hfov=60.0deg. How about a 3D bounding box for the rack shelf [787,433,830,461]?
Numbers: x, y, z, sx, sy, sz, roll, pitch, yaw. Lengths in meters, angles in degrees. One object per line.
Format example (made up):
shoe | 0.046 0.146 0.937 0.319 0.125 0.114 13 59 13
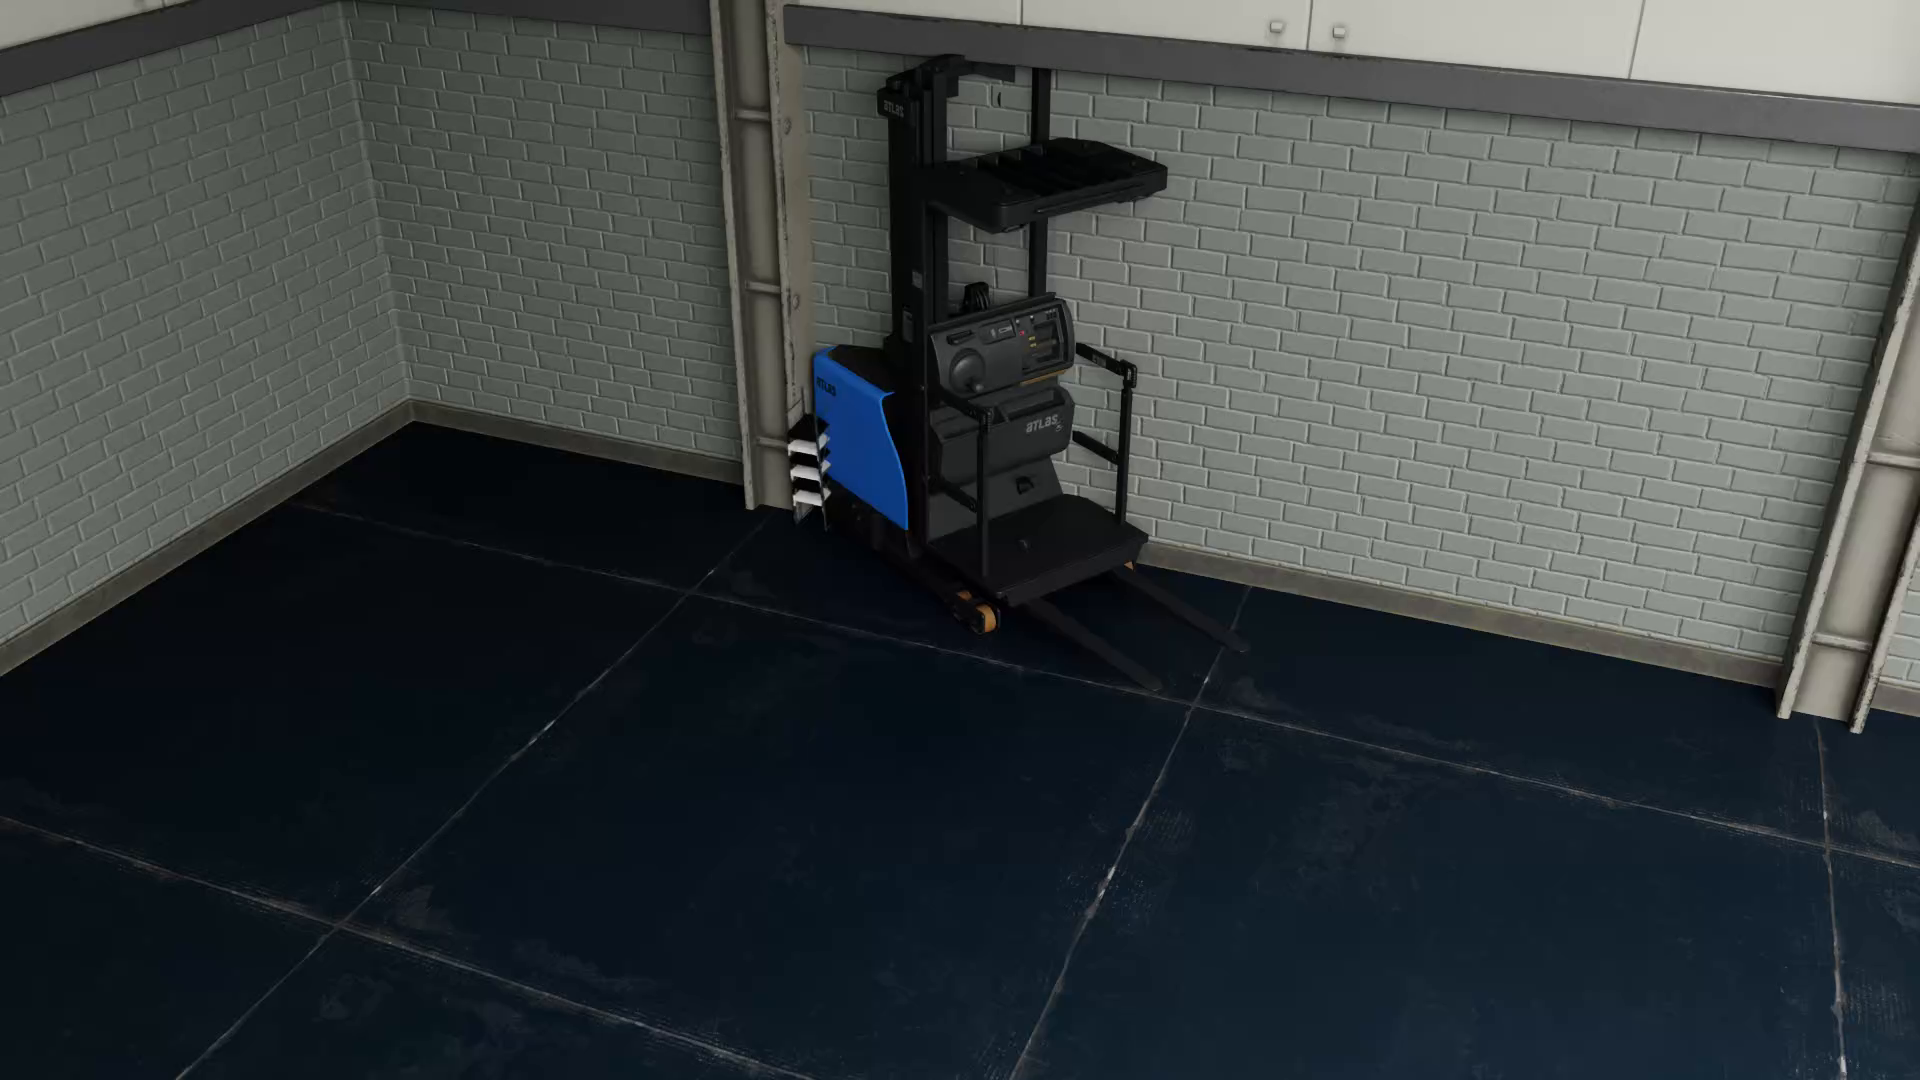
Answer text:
rack shelf | -0.895 -0.585 10.079 0.200 0.077 0.258 12 36 20

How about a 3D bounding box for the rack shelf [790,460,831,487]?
rack shelf | -0.889 -0.436 10.179 0.200 0.077 0.258 12 36 20

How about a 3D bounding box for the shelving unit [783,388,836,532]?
shelving unit | -0.890 -0.463 10.160 0.210 0.900 0.258 12 36 20

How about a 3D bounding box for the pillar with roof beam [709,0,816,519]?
pillar with roof beam | -2.737 -2.189 4.889 0.400 9.000 9.100 11 31 19

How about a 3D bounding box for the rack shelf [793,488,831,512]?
rack shelf | -0.883 -0.286 10.279 0.200 0.077 0.258 12 36 20

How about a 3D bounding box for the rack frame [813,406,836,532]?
rack frame | -0.797 -0.444 10.125 0.006 0.900 0.240 12 36 20

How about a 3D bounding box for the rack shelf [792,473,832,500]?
rack shelf | -0.886 -0.361 10.229 0.200 0.077 0.258 12 36 20

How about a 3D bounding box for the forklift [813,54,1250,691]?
forklift | 0.367 -1.024 8.994 1.130 2.935 3.031 -19 35 -30

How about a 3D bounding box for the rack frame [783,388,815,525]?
rack frame | -0.984 -0.483 10.196 0.006 0.900 0.240 12 36 20

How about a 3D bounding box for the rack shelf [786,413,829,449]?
rack shelf | -0.898 -0.660 10.029 0.200 0.077 0.258 12 36 20

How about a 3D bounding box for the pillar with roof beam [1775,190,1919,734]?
pillar with roof beam | 2.823 -1.079 2.925 0.400 9.000 9.100 11 31 19

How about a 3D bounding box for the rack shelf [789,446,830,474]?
rack shelf | -0.892 -0.511 10.129 0.200 0.077 0.258 12 36 20
